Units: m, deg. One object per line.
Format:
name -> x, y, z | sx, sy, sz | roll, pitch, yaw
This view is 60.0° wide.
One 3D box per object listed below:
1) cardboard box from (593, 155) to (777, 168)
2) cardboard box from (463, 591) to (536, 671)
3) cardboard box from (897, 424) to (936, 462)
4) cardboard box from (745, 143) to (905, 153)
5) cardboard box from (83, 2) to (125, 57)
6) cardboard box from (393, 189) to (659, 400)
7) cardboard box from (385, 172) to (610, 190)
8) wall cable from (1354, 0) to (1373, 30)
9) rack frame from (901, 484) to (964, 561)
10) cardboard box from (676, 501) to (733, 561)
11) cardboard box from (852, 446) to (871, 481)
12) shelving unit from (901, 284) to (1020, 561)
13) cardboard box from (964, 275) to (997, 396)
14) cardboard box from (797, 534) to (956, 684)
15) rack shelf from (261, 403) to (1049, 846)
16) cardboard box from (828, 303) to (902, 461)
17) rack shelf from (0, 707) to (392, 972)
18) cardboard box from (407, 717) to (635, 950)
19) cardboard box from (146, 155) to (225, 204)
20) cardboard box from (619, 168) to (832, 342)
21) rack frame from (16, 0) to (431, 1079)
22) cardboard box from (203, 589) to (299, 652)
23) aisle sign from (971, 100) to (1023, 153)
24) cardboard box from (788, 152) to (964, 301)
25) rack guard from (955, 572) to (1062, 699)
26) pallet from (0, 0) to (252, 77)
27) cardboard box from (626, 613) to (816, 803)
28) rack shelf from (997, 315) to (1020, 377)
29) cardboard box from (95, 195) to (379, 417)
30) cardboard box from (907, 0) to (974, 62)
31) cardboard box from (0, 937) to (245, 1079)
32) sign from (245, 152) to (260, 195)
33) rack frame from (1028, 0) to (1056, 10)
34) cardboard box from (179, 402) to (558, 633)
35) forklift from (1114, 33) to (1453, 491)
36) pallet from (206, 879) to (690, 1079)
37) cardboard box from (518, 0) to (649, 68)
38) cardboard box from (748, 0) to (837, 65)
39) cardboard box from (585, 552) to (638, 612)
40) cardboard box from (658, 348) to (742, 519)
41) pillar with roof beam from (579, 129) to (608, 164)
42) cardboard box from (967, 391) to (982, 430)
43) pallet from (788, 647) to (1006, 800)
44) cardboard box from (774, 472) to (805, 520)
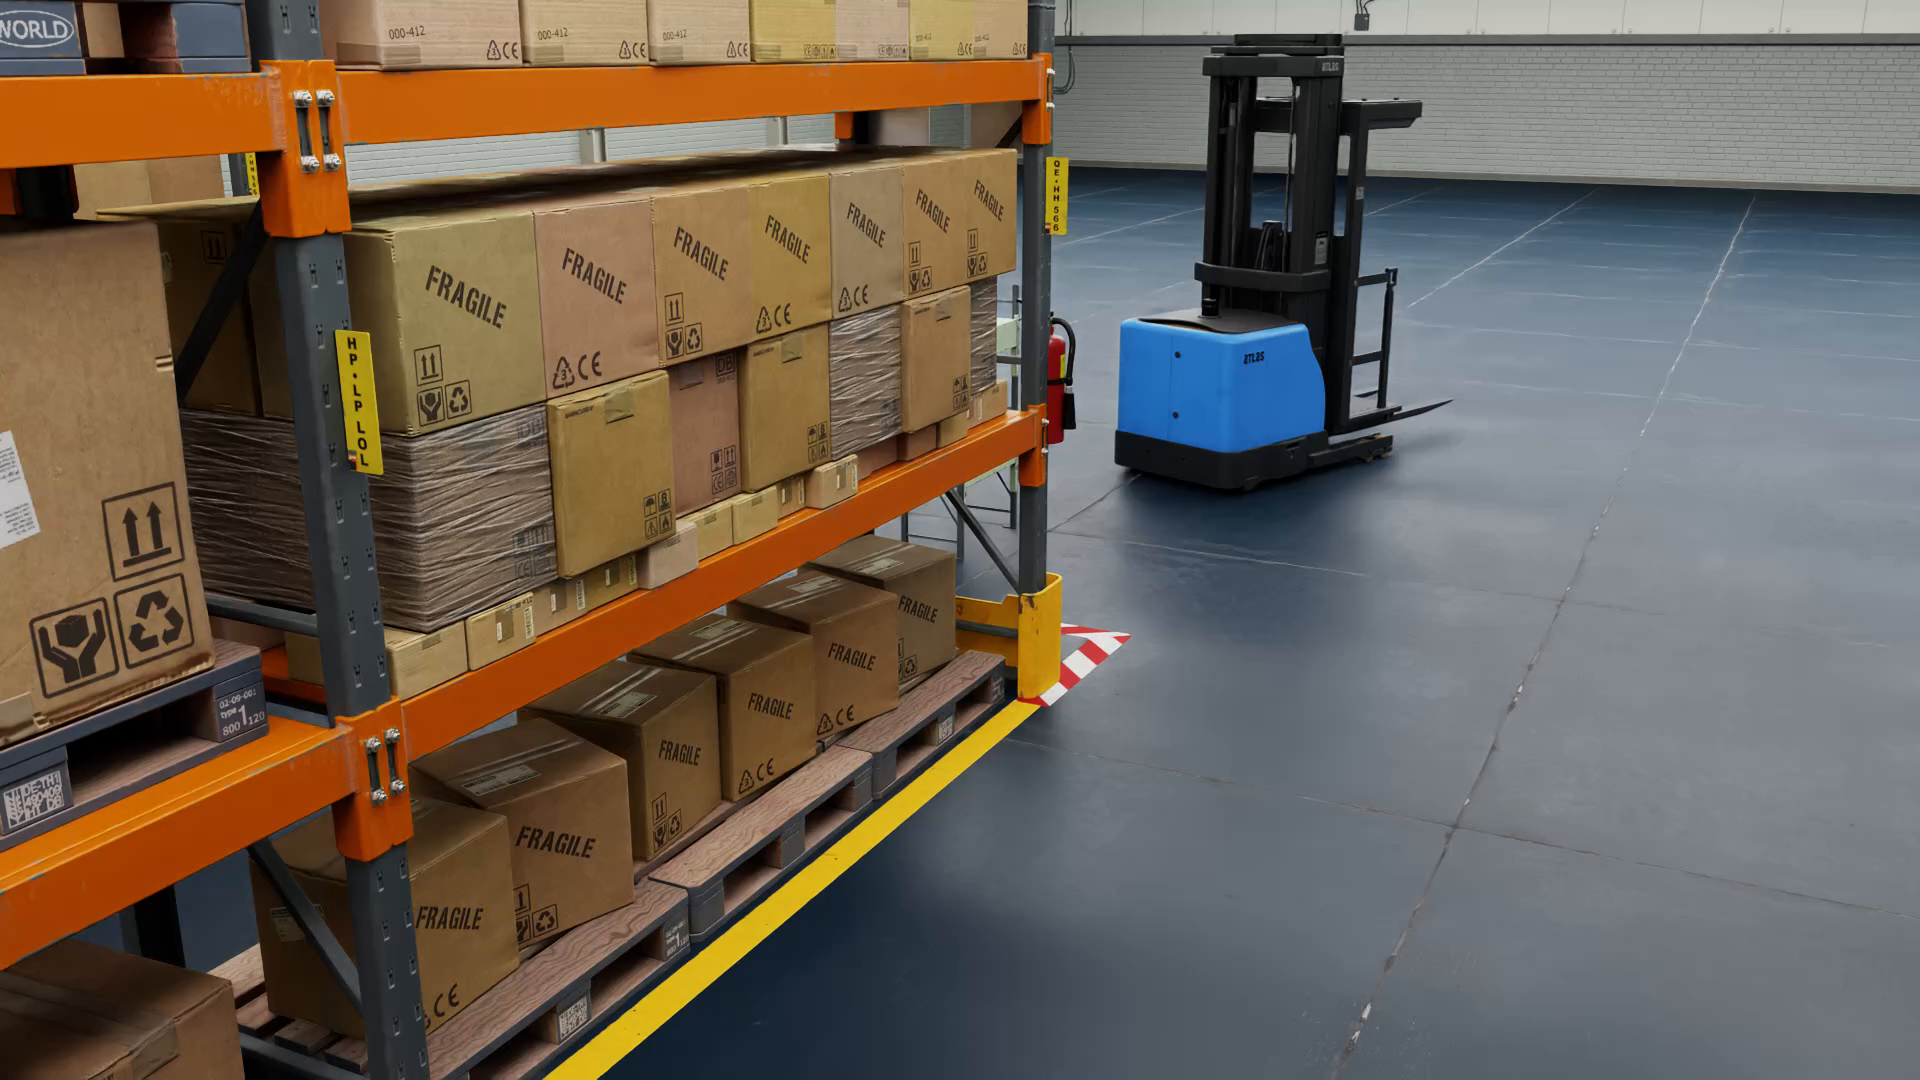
cardboard box -> -1.014, -1.155, 6.190 | 0.500, 0.500, 0.500 | 8, 18, 25
cardboard box -> -1.371, 0.216, 4.469 | 0.380, 0.149, 0.250 | 8, 18, 25
cardboard box -> -0.318, -0.430, 6.644 | 0.380, 0.149, 0.250 | 8, 18, 25
cardboard box -> -0.562, -1.409, 7.046 | 0.500, 0.500, 0.500 | 8, 18, 25
cardboard box -> -1.890, -1.341, 4.266 | 0.500, 0.250, 0.500 | 9, 19, 27
cardboard box -> -1.209, -0.705, 4.677 | 0.500, 0.500, 0.500 | 8, 18, 25
cardboard box -> -1.458, -0.900, 5.332 | 0.500, 0.500, 0.500 | 8, 18, 25
wall cable -> 9.893, -14.191, 36.026 | 2.305, 6.003, 0.169 | 8, 18, 25
rack frame -> -0.161, -0.627, 9.503 | 0.400, 1.500, 0.023 | 8, 18, 25
cardboard box -> -0.958, -0.043, 5.343 | 0.380, 0.149, 0.250 | 8, 18, 25
cardboard box -> -0.559, -0.305, 6.223 | 0.380, 0.149, 0.250 | 8, 18, 25
shelving unit -> 0.003, -0.721, 9.817 | 0.431, 1.500, 0.755 | 8, 18, 25
cardboard box -> -0.343, -0.898, 7.083 | 0.875, 0.500, 0.500 | 8, 18, 25
cardboard box -> -0.366, 0.309, 7.367 | 0.500, 0.500, 0.500 | 12, 20, 36
rack shelf -> -0.966, 0.010, 5.987 | 1.077, 0.370, 4.000 | 8, 18, 25
cardboard box -> -0.721, -0.634, 6.193 | 0.875, 0.500, 0.500 | 8, 18, 25
rack shelf -> -2.753, 1.029, 2.556 | 1.077, 0.370, 4.000 | 8, 18, 25
cardboard box -> -1.396, 0.928, 5.286 | 0.500, 0.500, 0.500 | 16, 23, 43
cardboard box -> -4.665, -2.001, 9.334 | 0.875, 0.550, 0.550 | 8, 18, 25
cardboard box -> -0.772, -0.961, 5.539 | 0.500, 0.500, 0.500 | 8, 18, 25
rack frame -> -1.860, 0.174, 4.169 | 1.000, 3.000, 0.127 | 8, 18, 25
cardboard box -> -2.027, 0.203, 4.515 | 0.380, 0.149, 0.250 | 8, 18, 25
aisle sign -> 0.224, -2.068, 7.154 | 0.394, 0.787, 0.004 | 8, 18, 25
cardboard box -> -0.315, -1.215, 6.392 | 0.500, 0.500, 0.500 | 8, 18, 25
rack guard -> -0.106, 0.373, 7.890 | 1.175, 0.500, 0.348 | 8, 18, 25
pallet -> -2.231, -1.030, 3.285 | 1.213, 0.211, 1.003 | 8, 18, 25
cardboard box -> -0.899, 0.623, 6.311 | 0.500, 0.500, 0.500 | 10, 19, 30
rack shelf -> 0.003, -1.095, 9.705 | 0.431, 0.370, 0.720 | 8, 18, 25
cardboard box -> -1.905, -0.645, 4.474 | 0.500, 0.500, 0.500 | 8, 18, 25
cardboard box -> -0.281, -1.928, 6.242 | 0.500, 0.250, 0.500 | 8, 18, 26
cardboard box -> -2.153, 1.315, 3.945 | 0.700, 0.500, 0.500 | 7, 18, 21
sign -> -3.985, -2.097, 9.368 | 0.100, 0.325, 0.005 | 8, 18, 25
rack frame -> -0.072, -3.720, 6.745 | 1.000, 3.000, 0.127 | 8, 18, 25
cardboard box -> -1.603, -0.123, 4.472 | 0.875, 0.500, 0.500 | 8, 18, 25
forklift -> 2.498, -2.061, 11.814 | 3.031, 2.935, 1.130 | -15, 22, -41
pallet -> -1.591, 1.335, 5.157 | 1.003, 0.211, 1.213 | 8, 18, 25
cardboard box -> -1.198, -1.409, 4.496 | 0.500, 0.250, 0.500 | 8, 18, 25
cardboard box -> -0.738, -1.670, 5.373 | 0.500, 0.250, 0.500 | 8, 18, 24
cardboard box -> -1.181, 0.084, 4.914 | 0.380, 0.149, 0.250 | 8, 18, 25
cardboard box -> -1.215, -0.386, 5.358 | 0.875, 0.500, 0.500 | 8, 18, 25
pillar with roof beam -> -2.603, -9.586, 26.495 | 9.100, 9.000, 0.400 | 8, 18, 25
cardboard box -> -0.127, -0.562, 7.088 | 0.380, 0.149, 0.250 | 8, 18, 25
pallet -> -0.501, 0.714, 7.250 | 1.003, 0.211, 1.213 | 8, 18, 25
cardboard box -> -0.765, -0.175, 5.786 | 0.380, 0.149, 0.250 | 8, 18, 25
